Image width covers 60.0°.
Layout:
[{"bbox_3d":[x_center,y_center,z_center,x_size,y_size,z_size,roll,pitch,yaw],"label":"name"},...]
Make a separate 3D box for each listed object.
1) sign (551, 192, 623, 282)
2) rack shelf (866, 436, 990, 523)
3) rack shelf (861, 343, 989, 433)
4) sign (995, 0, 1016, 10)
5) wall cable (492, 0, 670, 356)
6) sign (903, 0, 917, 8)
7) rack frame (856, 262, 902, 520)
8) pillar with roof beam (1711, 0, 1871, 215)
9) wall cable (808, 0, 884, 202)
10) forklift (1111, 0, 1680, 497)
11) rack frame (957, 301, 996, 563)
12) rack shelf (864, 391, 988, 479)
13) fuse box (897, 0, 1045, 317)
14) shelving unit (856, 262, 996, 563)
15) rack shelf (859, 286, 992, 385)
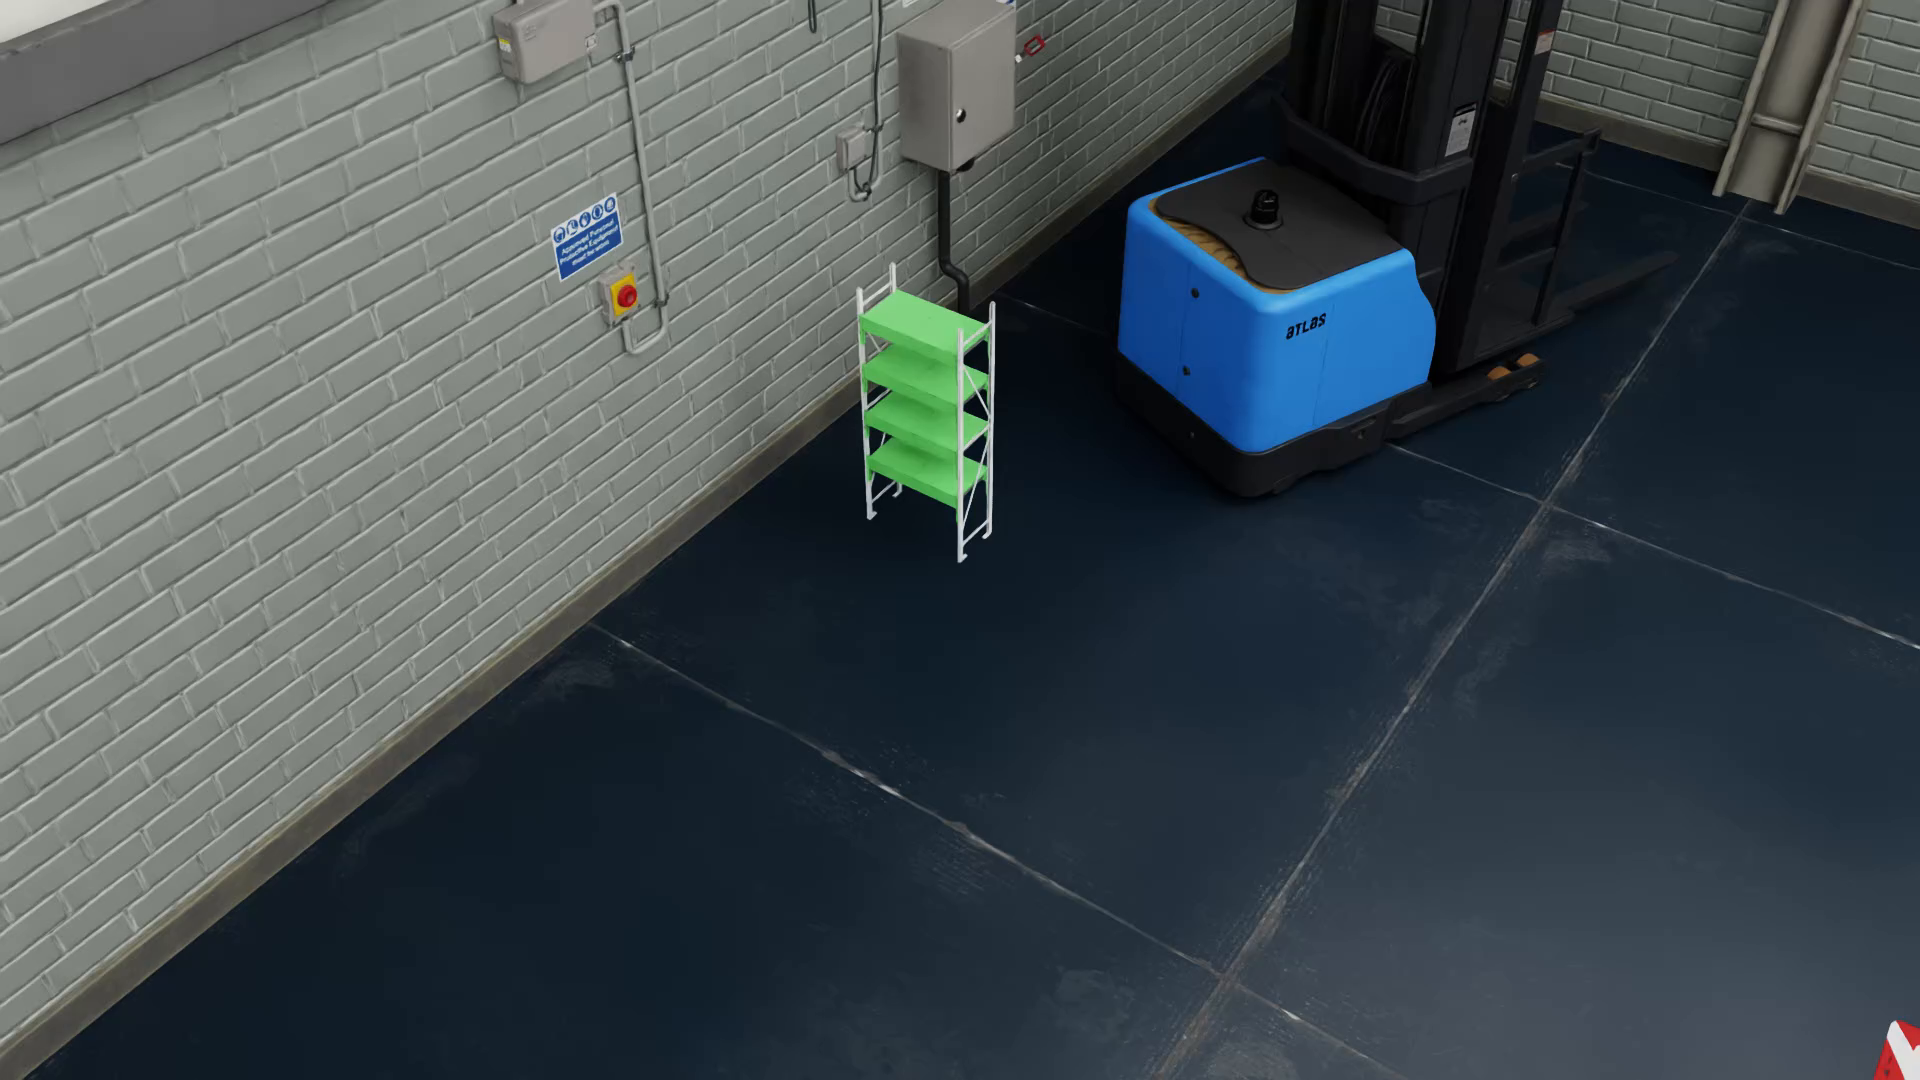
[{"bbox_3d":[-1.348,-1.098,6.025,0.001,0.218,0.327,25,48,25],"label":"sign"},{"bbox_3d":[-0.136,-0.284,7.123,0.480,0.148,0.258,25,48,25],"label":"rack shelf"},{"bbox_3d":[-0.136,-0.642,6.803,0.480,0.148,0.258,25,48,25],"label":"rack shelf"},{"bbox_3d":[0.170,-2.405,7.759,0.001,0.494,0.329,25,48,25],"label":"sign"},{"bbox_3d":[-1.270,-1.391,5.769,0.123,1.953,0.585,25,48,25],"label":"wall cable"},{"bbox_3d":[-0.146,-2.448,7.117,0.001,0.242,0.339,25,48,25],"label":"sign"},{"bbox_3d":[-0.335,-0.604,7.025,0.015,1.200,0.240,25,48,25],"label":"rack frame"},{"bbox_3d":[2.045,-2.975,3.827,0.400,9.000,9.100,25,48,25],"label":"pillar with roof beam"},{"bbox_3d":[-0.465,-2.158,6.650,0.122,1.984,0.588,25,48,25],"label":"wall cable"},{"bbox_3d":[2.243,-2.035,7.326,3.031,2.935,1.130,-23,47,-23],"label":"forklift"},{"bbox_3d":[0.064,-0.417,6.816,0.015,1.200,0.240,25,48,25],"label":"rack frame"},{"bbox_3d":[-0.136,-0.463,6.963,0.480,0.148,0.258,25,48,25],"label":"rack shelf"},{"bbox_3d":[0.056,-1.611,7.767,0.414,1.711,0.539,25,48,25],"label":"fuse box"},{"bbox_3d":[-0.136,-0.511,6.921,0.503,1.200,0.258,25,48,25],"label":"shelving unit"},{"bbox_3d":[-0.136,-0.821,6.643,0.480,0.148,0.258,25,48,25],"label":"rack shelf"}]
